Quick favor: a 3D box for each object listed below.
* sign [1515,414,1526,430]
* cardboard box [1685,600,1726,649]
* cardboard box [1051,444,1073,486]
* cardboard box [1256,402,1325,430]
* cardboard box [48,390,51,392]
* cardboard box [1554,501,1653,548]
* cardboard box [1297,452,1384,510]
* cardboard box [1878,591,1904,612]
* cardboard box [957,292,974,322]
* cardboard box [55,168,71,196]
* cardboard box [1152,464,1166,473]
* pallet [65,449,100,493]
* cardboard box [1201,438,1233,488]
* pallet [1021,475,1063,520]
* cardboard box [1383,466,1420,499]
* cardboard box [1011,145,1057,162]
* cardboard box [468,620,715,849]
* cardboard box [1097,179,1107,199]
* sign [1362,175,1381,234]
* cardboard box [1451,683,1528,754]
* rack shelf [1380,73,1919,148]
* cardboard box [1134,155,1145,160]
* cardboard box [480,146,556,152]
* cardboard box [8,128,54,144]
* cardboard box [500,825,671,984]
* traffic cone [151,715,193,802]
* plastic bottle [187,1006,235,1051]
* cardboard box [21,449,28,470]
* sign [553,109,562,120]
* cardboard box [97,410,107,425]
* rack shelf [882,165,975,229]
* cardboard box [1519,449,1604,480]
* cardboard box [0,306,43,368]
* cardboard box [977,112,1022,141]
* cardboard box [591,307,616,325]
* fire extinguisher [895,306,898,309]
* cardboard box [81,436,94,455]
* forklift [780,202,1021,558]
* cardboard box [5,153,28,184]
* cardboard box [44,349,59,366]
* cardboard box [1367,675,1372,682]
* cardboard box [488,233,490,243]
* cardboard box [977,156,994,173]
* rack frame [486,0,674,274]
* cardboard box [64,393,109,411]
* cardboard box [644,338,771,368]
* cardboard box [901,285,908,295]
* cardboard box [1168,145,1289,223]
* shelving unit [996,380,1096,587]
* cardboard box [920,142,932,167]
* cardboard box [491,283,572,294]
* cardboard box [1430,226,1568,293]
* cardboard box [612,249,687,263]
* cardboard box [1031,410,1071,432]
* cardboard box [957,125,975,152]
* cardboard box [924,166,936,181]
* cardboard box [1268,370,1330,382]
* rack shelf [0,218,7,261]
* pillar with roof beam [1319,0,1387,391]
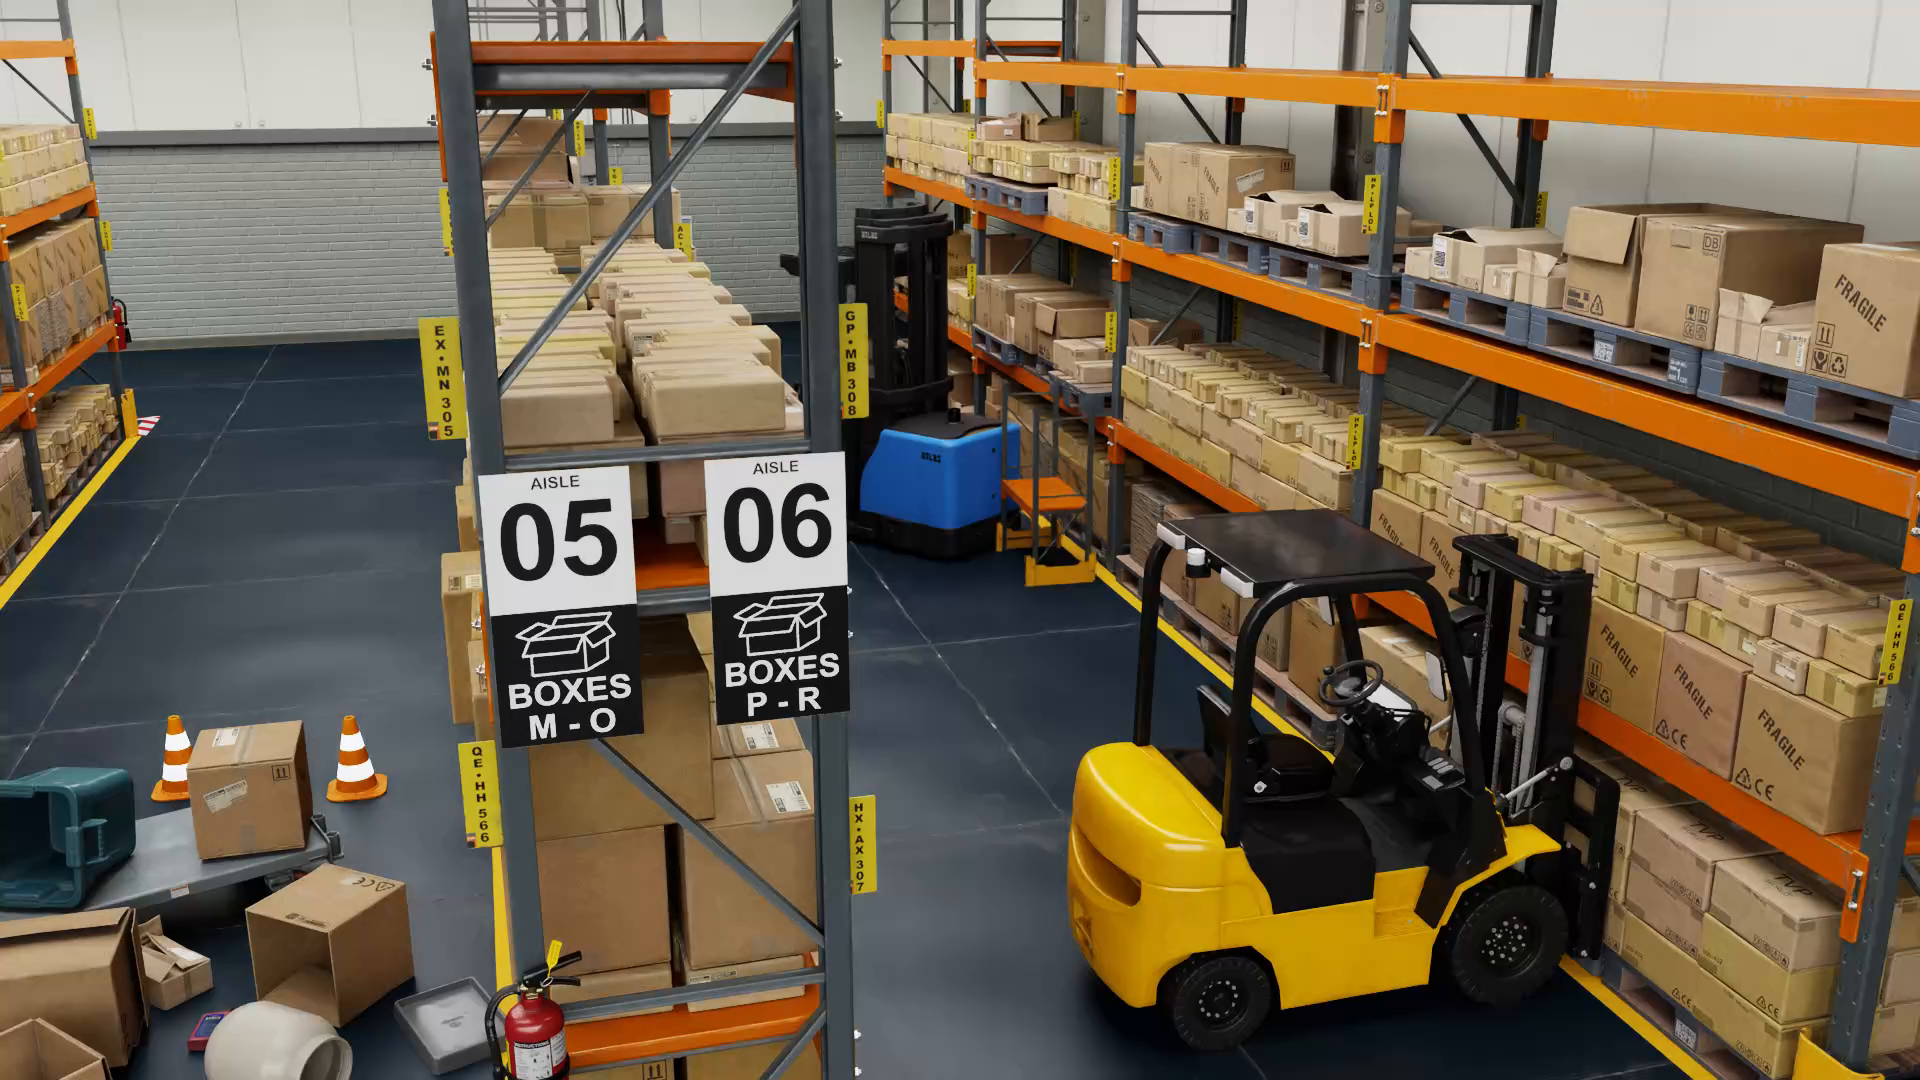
[{"bbox_3d":[3.376,-0.601,10.096,0.100,0.325,0.005,-5,17,-15],"label":"sign"},{"bbox_3d":[3.409,0.356,7.253,0.380,0.149,0.250,-5,17,-16],"label":"cardboard box"},{"bbox_3d":[1.147,-0.598,15.345,0.500,0.500,0.500,-4,17,-13],"label":"cardboard box"},{"bbox_3d":[2.219,-0.821,11.170,0.380,0.149,0.250,-5,17,-17],"label":"cardboard box"},{"bbox_3d":[-10.141,-1.559,18.121,0.380,0.149,0.250,-6,18,-18],"label":"cardboard box"},{"bbox_3d":[3.161,-0.076,8.172,0.380,0.149,0.250,-5,17,-15],"label":"cardboard box"},{"bbox_3d":[2.462,-0.387,10.419,0.500,0.250,0.500,-5,17,-16],"label":"cardboard box"},{"bbox_3d":[4.043,0.313,6.877,0.380,0.149,0.250,-4,17,-13],"label":"cardboard box"},{"bbox_3d":[0.270,-2.509,17.835,0.500,0.250,0.500,-4,17,-14],"label":"cardboard box"},{"bbox_3d":[-9.308,-3.592,16.741,0.500,0.250,0.500,-4,17,-13],"label":"cardboard box"},{"bbox_3d":[1.900,-0.694,14.536,0.380,0.149,0.250,-4,17,-12],"label":"cardboard box"},{"bbox_3d":[-9.416,-0.690,16.881,1.003,0.211,1.213,-5,17,-15],"label":"pallet"},{"bbox_3d":[2.053,-0.572,11.901,0.500,0.250,0.500,-4,17,-13],"label":"cardboard box"},{"bbox_3d":[1.243,-0.421,15.988,1.003,0.211,1.213,-5,17,-15],"label":"pallet"},{"bbox_3d":[2.678,-0.354,9.614,0.380,0.149,0.250,-5,17,-16],"label":"cardboard box"},{"bbox_3d":[0.698,-3.630,15.626,0.380,0.149,0.250,-4,17,-14],"label":"cardboard box"},{"bbox_3d":[-1.179,0.603,5.303,0.700,0.500,0.500,-5,17,-17],"label":"cardboard box"},{"bbox_3d":[1.363,-2.918,13.807,0.380,0.149,0.250,-5,17,-17],"label":"cardboard box"},{"bbox_3d":[2.324,-1.893,9.381,0.100,0.325,0.005,-5,17,-15],"label":"sign"},{"bbox_3d":[2.953,0.970,8.819,0.500,0.250,0.500,-4,17,-13],"label":"cardboard box"},{"bbox_3d":[3.393,-1.888,7.541,1.077,0.370,4.000,-5,17,-15],"label":"rack shelf"},{"bbox_3d":[1.678,-3.243,14.372,0.380,0.149,0.250,-4,17,-13],"label":"cardboard box"},{"bbox_3d":[-3.482,-2.761,12.813,0.700,0.500,0.500,-6,18,-18],"label":"cardboard box"},{"bbox_3d":[-9.351,-4.051,16.708,0.380,0.149,0.250,-5,17,-17],"label":"cardboard box"},{"bbox_3d":[-1.243,1.077,5.461,0.500,0.500,0.500,-5,17,-16],"label":"cardboard box"},{"bbox_3d":[-4.656,1.271,9.917,0.336,0.463,0.334,-5,17,-15],"label":"traffic cone"},{"bbox_3d":[-3.377,2.202,7.515,0.133,0.061,0.283,-2,17,-6],"label":"plastic bottle"},{"bbox_3d":[-8.754,-0.736,15.381,0.380,0.149,0.250,-4,17,-13],"label":"cardboard box"},{"bbox_3d":[-4.701,-4.892,19.407,0.100,0.325,0.005,-5,17,-15],"label":"sign"},{"bbox_3d":[-9.394,-1.322,17.847,0.380,0.149,0.250,-5,18,-18],"label":"cardboard box"},{"bbox_3d":[0.095,-3.962,18.965,1.077,0.370,4.000,-5,17,-15],"label":"rack shelf"},{"bbox_3d":[3.336,-0.396,9.237,0.380,0.149,0.250,-5,17,-16],"label":"cardboard box"},{"bbox_3d":[-8.752,-1.851,15.211,0.500,0.500,0.500,-5,17,-16],"label":"cardboard box"},{"bbox_3d":[0.392,-4.112,16.509,0.396,0.266,0.258,-5,17,-16],"label":"cardboard box"},{"bbox_3d":[-1.282,-0.835,7.048,0.500,0.250,0.500,-5,17,-16],"label":"cardboard box"},{"bbox_3d":[-0.939,-3.212,21.213,0.296,0.674,0.183,-5,17,-15],"label":"fire extinguisher"},{"bbox_3d":[-9.188,-0.964,17.173,0.380,0.149,0.250,-4,17,-14],"label":"cardboard box"},{"bbox_3d":[-0.913,-1.573,15.093,3.031,2.935,1.130,13,21,37],"label":"forklift"},{"bbox_3d":[-8.893,-3.399,15.230,0.500,0.250,0.500,-5,17,-15],"label":"cardboard box"},{"bbox_3d":[-8.963,-1.774,16.080,0.380,0.149,0.250,-4,17,-14],"label":"cardboard box"},{"bbox_3d":[2.679,0.930,9.821,0.500,0.250,0.500,-5,17,-16],"label":"cardboard box"},{"bbox_3d":[-2.362,-1.567,9.271,0.500,0.250,0.500,-4,17,-15],"label":"cardboard box"},{"bbox_3d":[0.382,-3.694,16.354,0.380,0.149,0.250,-5,17,-15],"label":"cardboard box"},{"bbox_3d":[-1.928,-2.584,7.911,1.000,3.000,0.127,-5,17,-15],"label":"rack frame"},{"bbox_3d":[-9.362,-1.469,17.821,0.380,0.149,0.250,-5,17,-16],"label":"cardboard box"},{"bbox_3d":[-0.825,-0.559,5.436,0.380,0.149,0.250,-5,17,-15],"label":"cardboard box"},{"bbox_3d":[-0.514,-3.124,20.574,0.380,0.149,0.250,-4,17,-14],"label":"cardboard box"},{"bbox_3d":[1.943,-2.593,12.078,0.700,0.500,0.500,-5,17,-16],"label":"cardboard box"},{"bbox_3d":[0.719,-0.499,14.007,0.587,1.500,1.083,-4,17,-12],"label":"shelving unit"},{"bbox_3d":[-0.143,-4.363,18.794,0.500,0.250,0.500,-5,17,-16],"label":"cardboard box"},{"bbox_3d":[-1.745,-0.940,6.704,0.380,0.149,0.250,-5,17,-16],"label":"cardboard box"},{"bbox_3d":[2.837,-1.498,8.761,0.500,0.311,0.500,-4,17,-14],"label":"cardboard box"},{"bbox_3d":[-1.486,-1.272,7.811,0.380,0.149,0.250,-5,17,-17],"label":"cardboard box"},{"bbox_3d":[0.907,-1.155,16.071,0.380,0.149,0.250,-4,17,-13],"label":"cardboard box"},{"bbox_3d":[0.274,-4.184,17.328,0.500,0.250,0.500,-5,17,-15],"label":"cardboard box"},{"bbox_3d":[-0.190,-4.133,18.719,0.380,0.149,0.250,-4,17,-14],"label":"cardboard box"},{"bbox_3d":[2.500,-1.152,12.271,0.380,0.149,0.250,-5,17,-16],"label":"cardboard box"},{"bbox_3d":[-8.309,-2.043,12.576,1.077,0.370,4.000,-5,17,-15],"label":"rack shelf"},{"bbox_3d":[-1.170,-3.454,10.808,9.100,9.000,0.400,-5,17,-15],"label":"pillar with roof beam"}]
